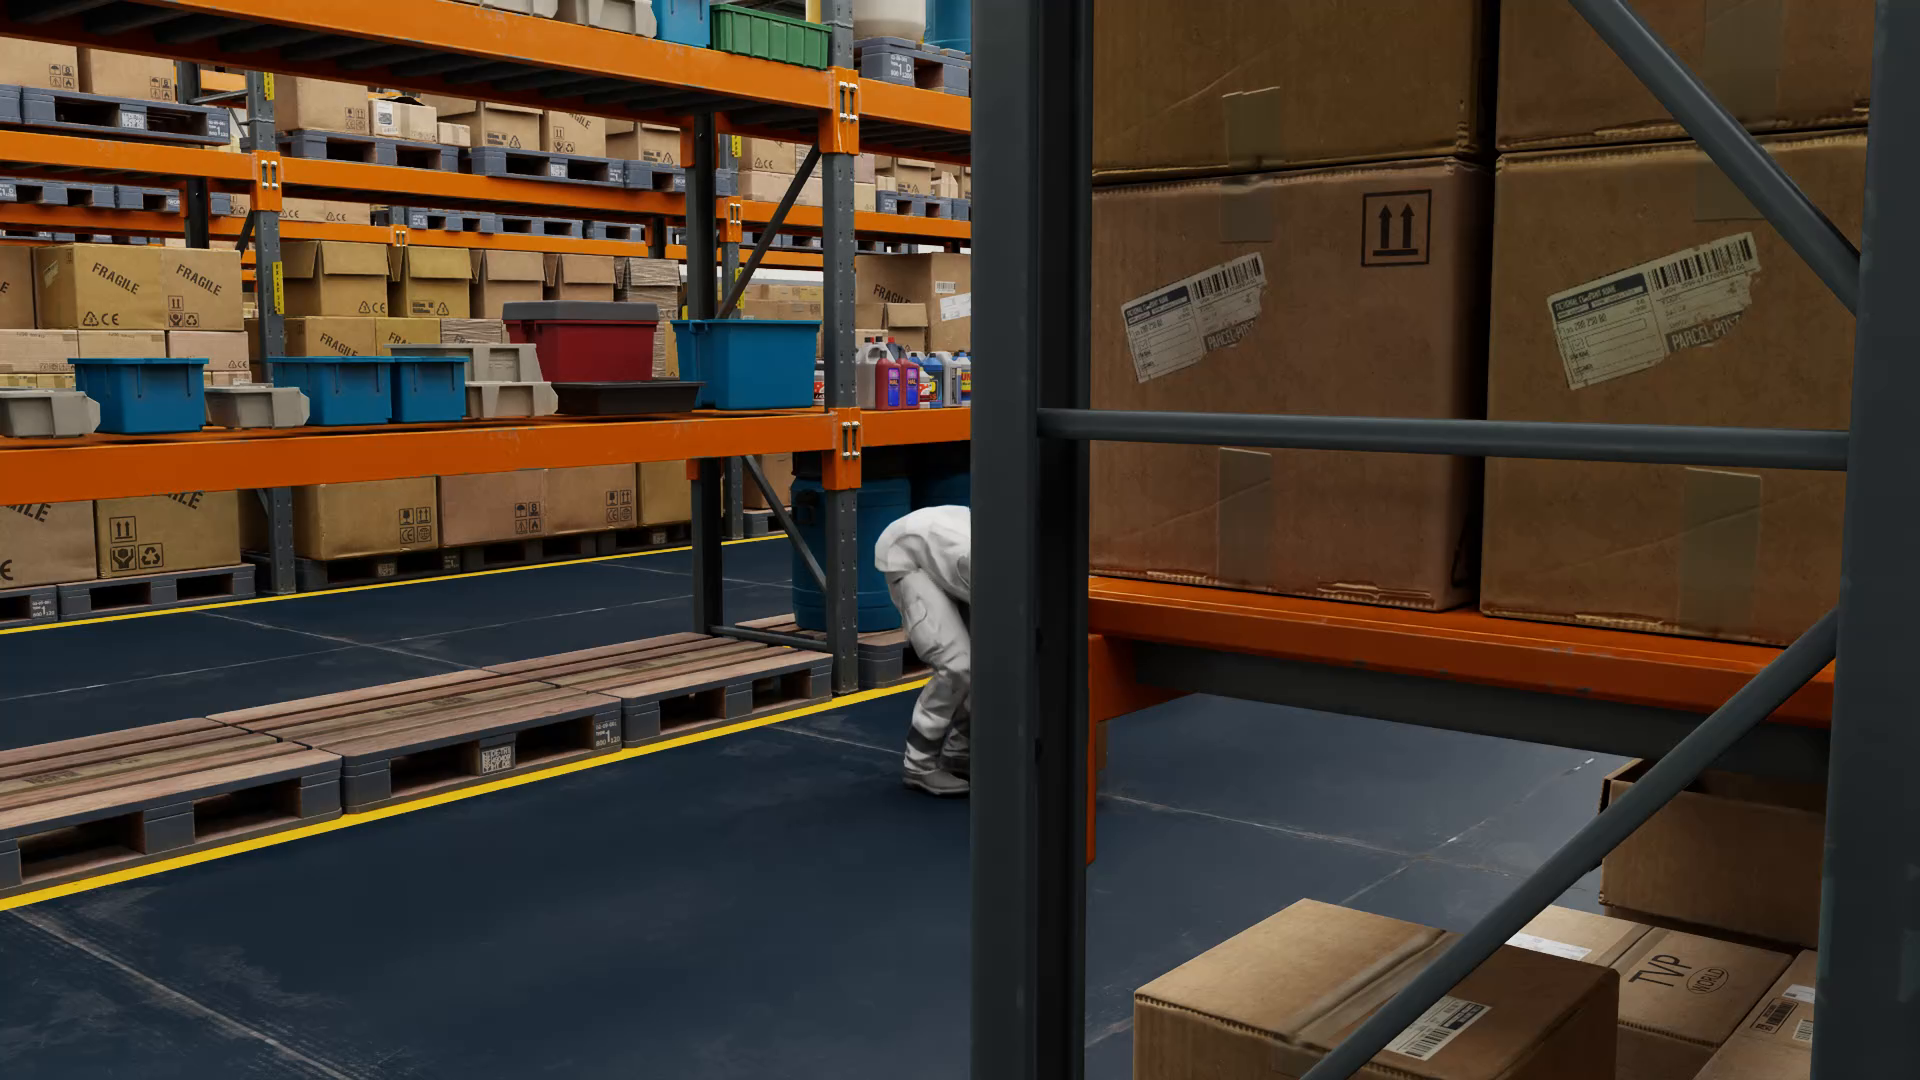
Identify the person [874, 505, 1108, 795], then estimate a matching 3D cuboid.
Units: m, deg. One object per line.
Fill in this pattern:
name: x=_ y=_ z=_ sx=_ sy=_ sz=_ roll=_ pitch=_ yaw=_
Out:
person: x=0.137 y=0.401 z=5.958 sx=0.955 sy=1.023 sz=0.524 roll=5 pitch=8 yaw=36
